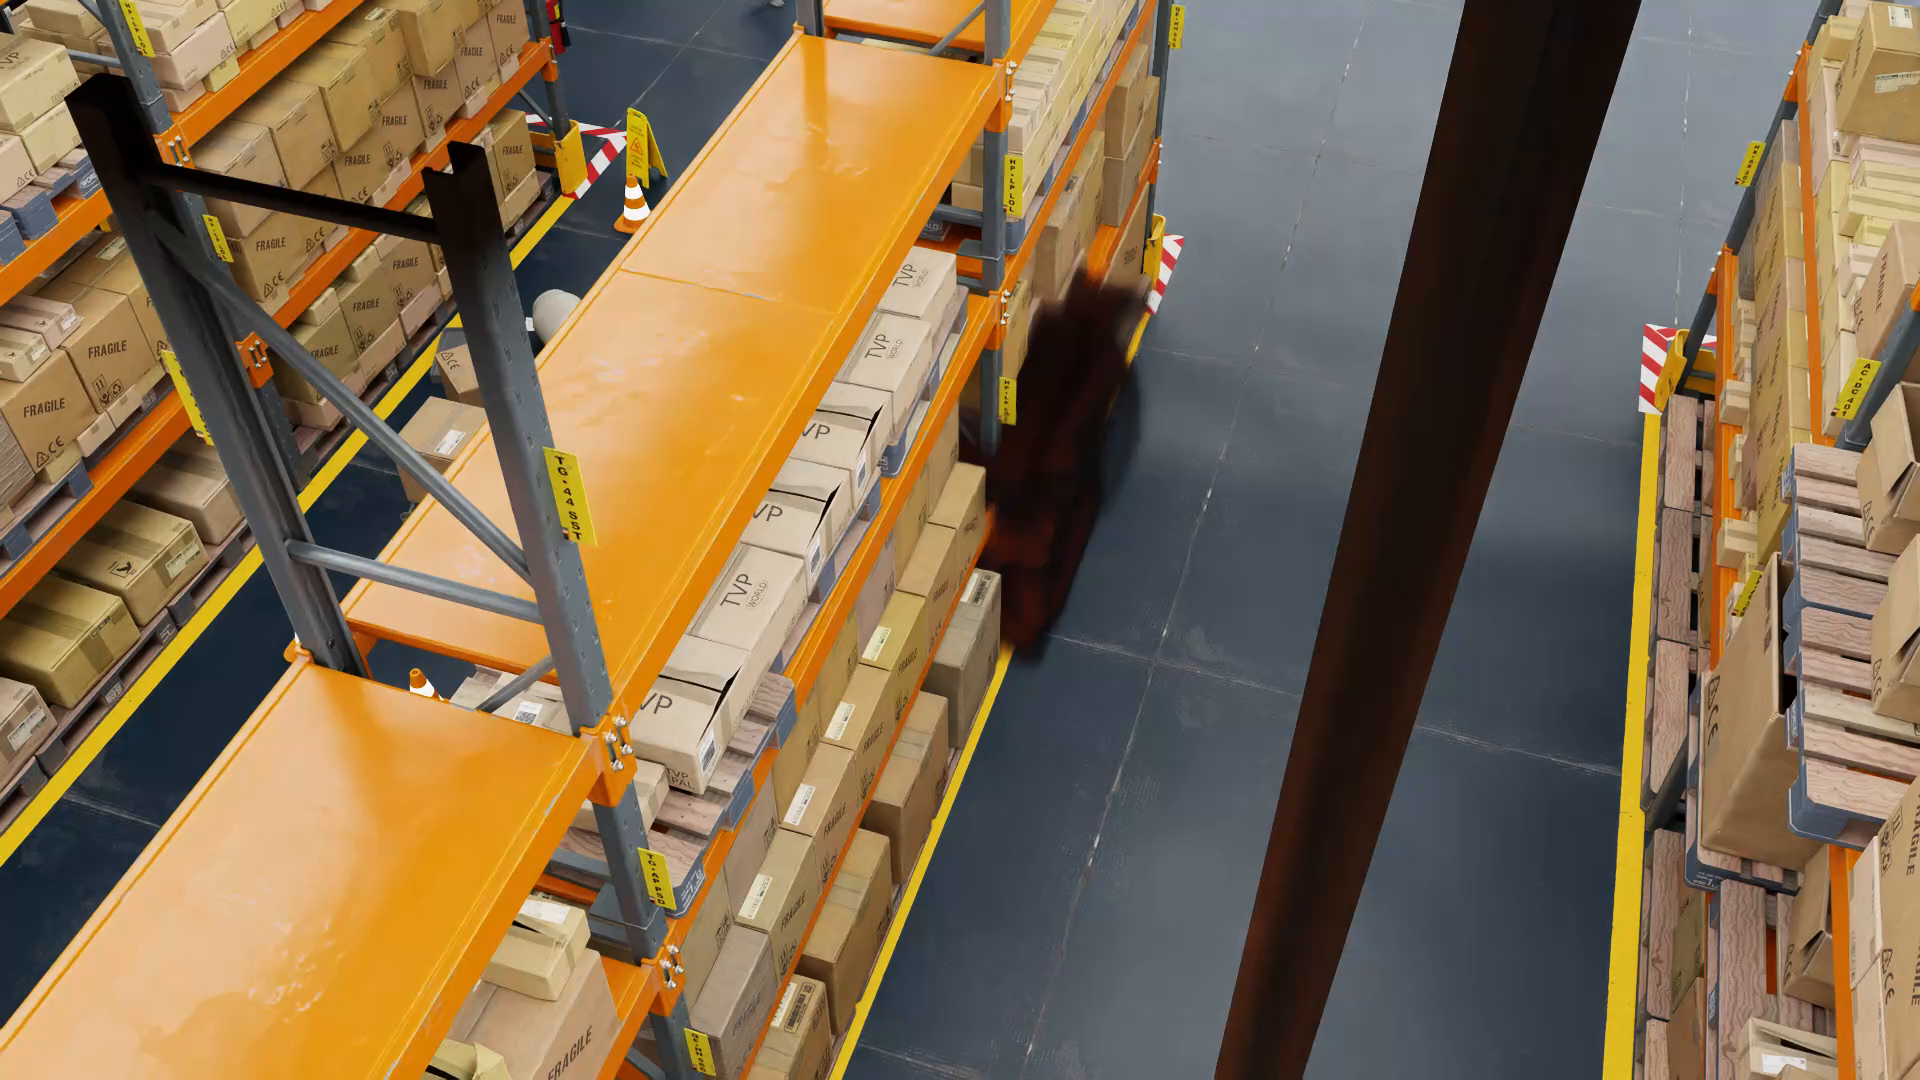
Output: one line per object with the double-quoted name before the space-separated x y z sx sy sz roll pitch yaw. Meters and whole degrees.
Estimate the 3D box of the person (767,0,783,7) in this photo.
"person" -1.783 -6.021 15.755 0.509 1.796 0.633 -6 46 -6
